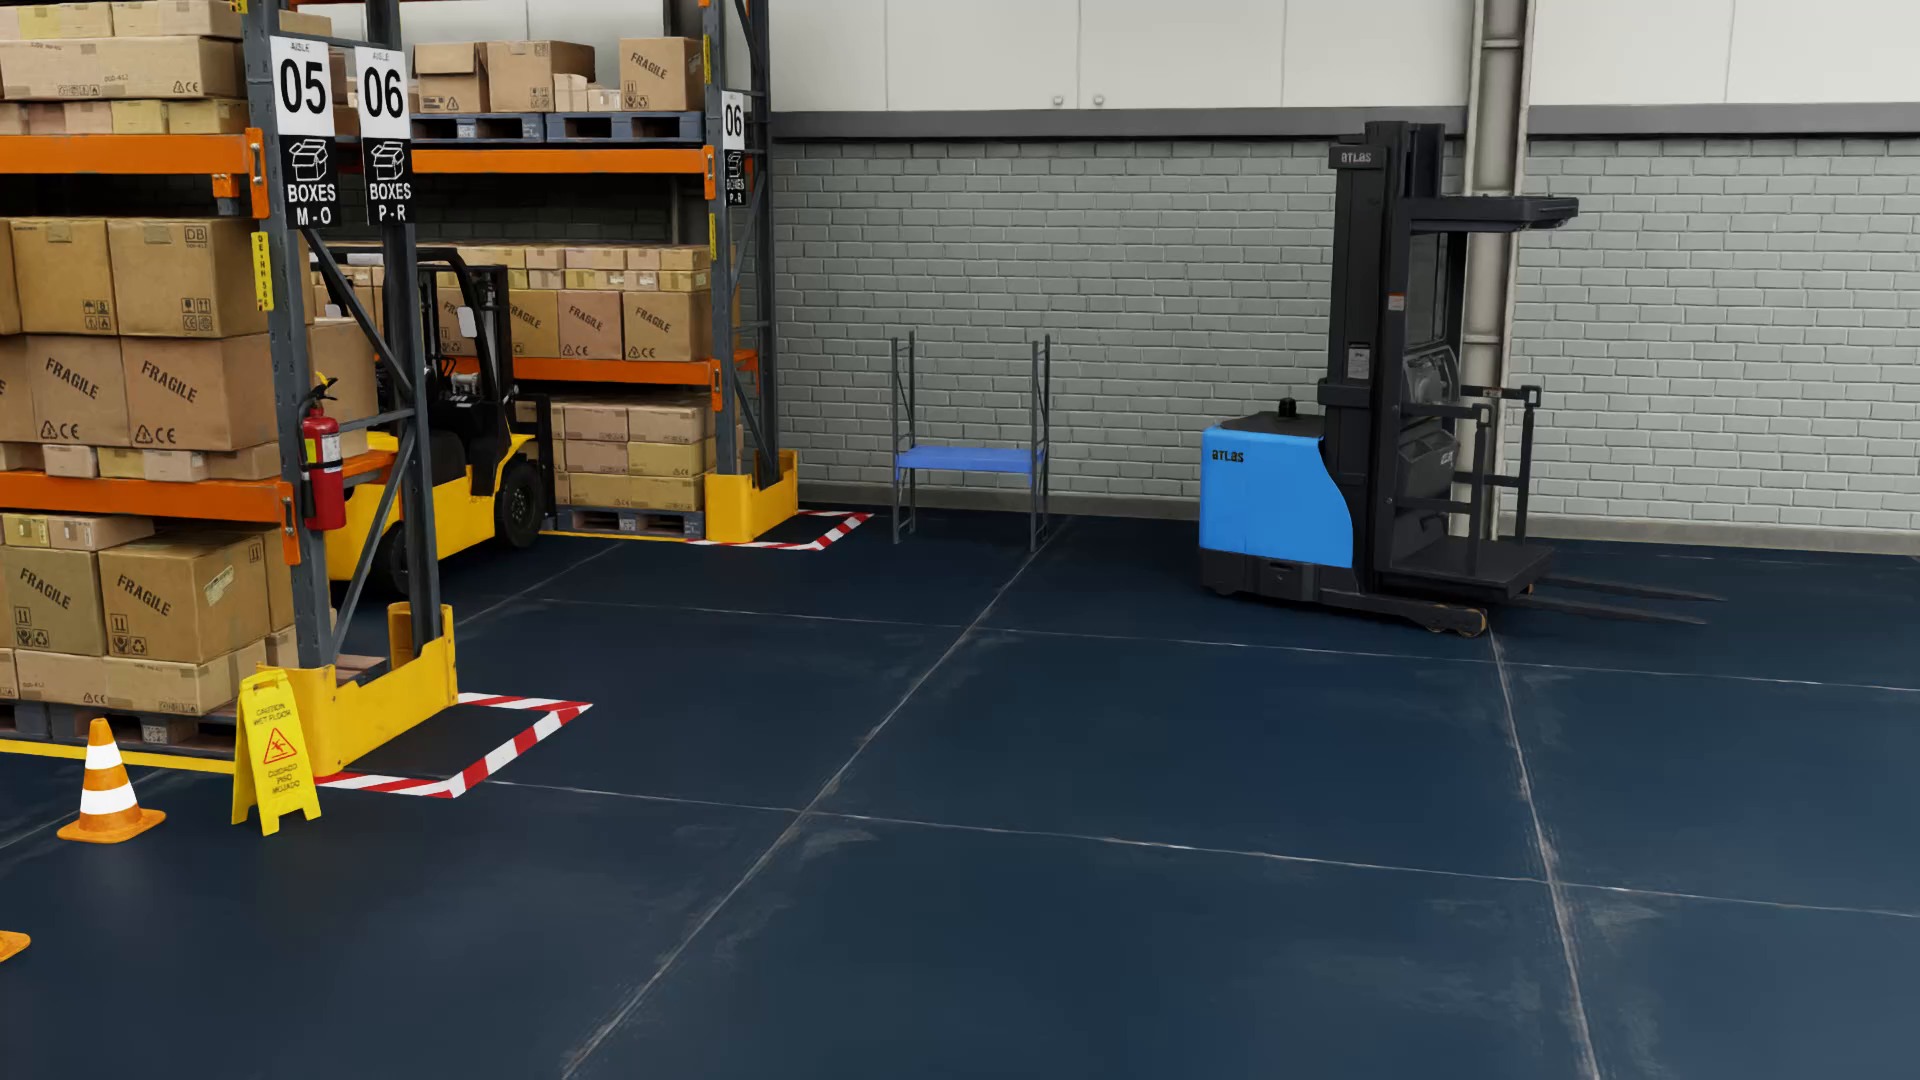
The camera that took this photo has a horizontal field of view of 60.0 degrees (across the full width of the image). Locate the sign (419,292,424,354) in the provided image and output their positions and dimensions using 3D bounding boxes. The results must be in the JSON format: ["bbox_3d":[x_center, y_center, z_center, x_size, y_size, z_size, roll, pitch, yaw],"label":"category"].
[{"bbox_3d":[-2.654,-1.064,8.105,0.005,0.325,0.100,3,13,14],"label":"sign"}]

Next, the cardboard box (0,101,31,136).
[{"bbox_3d":[-4.180,-1.886,7.463,0.250,0.149,0.380,3,13,13],"label":"cardboard box"}]

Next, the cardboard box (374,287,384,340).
[{"bbox_3d":[-4.112,-1.700,12.740,0.500,0.500,0.500,3,13,13],"label":"cardboard box"}]

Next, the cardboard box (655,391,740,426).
[{"bbox_3d":[-2.020,-0.987,12.826,0.500,0.250,0.500,3,13,13],"label":"cardboard box"}]

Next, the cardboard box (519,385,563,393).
[{"bbox_3d":[-3.485,-1.068,13.193,0.500,0.250,0.500,3,13,12],"label":"cardboard box"}]

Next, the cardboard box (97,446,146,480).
[{"bbox_3d":[-3.715,-0.387,7.631,0.250,0.149,0.380,3,13,13],"label":"cardboard box"}]

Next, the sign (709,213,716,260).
[{"bbox_3d":[-1.742,-2.139,11.728,0.005,0.325,0.100,3,13,14],"label":"sign"}]

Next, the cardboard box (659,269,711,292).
[{"bbox_3d":[-2.002,-1.896,12.125,0.250,0.149,0.380,3,13,14],"label":"cardboard box"}]

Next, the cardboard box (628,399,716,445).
[{"bbox_3d":[-2.120,-0.880,12.346,0.500,0.250,0.500,4,13,15],"label":"cardboard box"}]

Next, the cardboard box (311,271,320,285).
[{"bbox_3d":[-4.984,-2.059,12.862,0.250,0.149,0.380,3,13,15],"label":"cardboard box"}]

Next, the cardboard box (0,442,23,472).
[{"bbox_3d":[-4.457,-0.431,7.829,0.250,0.149,0.380,3,13,13],"label":"cardboard box"}]

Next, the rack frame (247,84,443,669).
[{"bbox_3d":[-2.784,-0.527,7.685,0.127,3.000,1.000,3,13,14],"label":"rack frame"}]

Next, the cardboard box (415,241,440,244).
[{"bbox_3d":[-4.348,-2.304,13.278,0.250,0.149,0.380,3,13,12],"label":"cardboard box"}]

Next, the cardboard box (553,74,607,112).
[{"bbox_3d":[-2.722,-3.216,11.989,0.258,0.266,0.396,3,13,14],"label":"cardboard box"}]

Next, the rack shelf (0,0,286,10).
[{"bbox_3d":[-7.424,-4.265,13.265,4.000,0.370,1.077,3,13,14],"label":"rack shelf"}]

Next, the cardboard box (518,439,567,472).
[{"bbox_3d":[-3.137,-0.688,12.634,0.500,0.250,0.500,3,13,12],"label":"cardboard box"}]

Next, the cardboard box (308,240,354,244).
[{"bbox_3d":[-5.100,-2.336,13.424,0.250,0.149,0.380,3,13,14],"label":"cardboard box"}]

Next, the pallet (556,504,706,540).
[{"bbox_3d":[-2.351,-0.241,12.832,1.213,0.211,1.003,3,13,14],"label":"pallet"}]

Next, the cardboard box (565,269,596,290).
[{"bbox_3d":[-2.733,-1.944,12.344,0.250,0.149,0.380,3,13,13],"label":"cardboard box"}]

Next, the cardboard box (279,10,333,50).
[{"bbox_3d":[-3.080,-2.320,7.577,0.250,0.149,0.380,3,13,13],"label":"cardboard box"}]

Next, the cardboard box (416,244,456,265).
[{"bbox_3d":[-3.974,-2.160,12.631,0.250,0.149,0.380,3,13,13],"label":"cardboard box"}]

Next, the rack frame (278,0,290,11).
[{"bbox_3d":[-5.482,-4.708,12.676,0.127,3.000,1.000,3,13,14],"label":"rack frame"}]

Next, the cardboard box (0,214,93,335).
[{"bbox_3d":[-4.342,-1.223,7.593,0.500,0.500,0.700,3,13,13],"label":"cardboard box"}]

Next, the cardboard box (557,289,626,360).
[{"bbox_3d":[-2.641,-1.619,12.376,0.500,0.500,0.500,3,13,15],"label":"cardboard box"}]

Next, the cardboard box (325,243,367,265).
[{"bbox_3d":[-4.719,-2.205,12.830,0.250,0.149,0.380,3,13,12],"label":"cardboard box"}]

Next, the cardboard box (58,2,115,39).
[{"bbox_3d":[-3.677,-2.245,7.239,0.250,0.149,0.380,3,13,13],"label":"cardboard box"}]

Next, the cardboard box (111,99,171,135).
[{"bbox_3d":[-3.447,-1.835,7.233,0.250,0.149,0.380,3,13,14],"label":"cardboard box"}]

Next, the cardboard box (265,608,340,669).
[{"bbox_3d":[-3.501,0.510,8.388,0.500,0.250,0.500,3,13,13],"label":"cardboard box"}]

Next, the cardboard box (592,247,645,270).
[{"bbox_3d":[-2.504,-2.070,12.225,0.250,0.149,0.380,3,13,15],"label":"cardboard box"}]

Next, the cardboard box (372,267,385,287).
[{"bbox_3d":[-4.248,-2.009,12.637,0.250,0.149,0.380,3,13,13],"label":"cardboard box"}]

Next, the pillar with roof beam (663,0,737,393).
[{"bbox_3d":[-3.090,-3.820,8.677,0.400,9.000,9.100,3,13,14],"label":"pillar with roof beam"}]

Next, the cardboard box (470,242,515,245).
[{"bbox_3d":[-3.626,-2.244,13.005,0.250,0.149,0.380,3,13,15],"label":"cardboard box"}]

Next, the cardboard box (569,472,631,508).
[{"bbox_3d":[-2.611,-0.420,12.578,0.500,0.250,0.500,3,13,14],"label":"cardboard box"}]

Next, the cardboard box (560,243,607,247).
[{"bbox_3d":[-2.878,-2.200,12.810,0.250,0.149,0.380,3,13,15],"label":"cardboard box"}]

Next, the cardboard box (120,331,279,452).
[{"bbox_3d":[-3.377,-0.691,7.507,0.500,0.500,0.500,3,13,13],"label":"cardboard box"}]

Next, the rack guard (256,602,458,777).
[{"bbox_3d":[-2.858,0.689,7.973,0.348,0.500,1.175,3,13,14],"label":"rack guard"}]

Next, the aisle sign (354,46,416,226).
[{"bbox_3d":[-2.650,-1.858,7.682,0.004,0.787,0.394,3,13,14],"label":"aisle sign"}]

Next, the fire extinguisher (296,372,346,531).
[{"bbox_3d":[-2.784,-0.387,7.230,0.183,0.674,0.296,3,13,14],"label":"fire extinguisher"}]

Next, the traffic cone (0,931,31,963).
[{"bbox_3d":[-3.447,1.211,5.706,0.334,0.463,0.336,3,13,14],"label":"traffic cone"}]

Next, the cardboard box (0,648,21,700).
[{"bbox_3d":[-4.644,0.570,8.117,0.500,0.250,0.500,3,13,12],"label":"cardboard box"}]

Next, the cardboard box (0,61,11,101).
[{"bbox_3d":[-4.339,-2.086,7.444,0.500,0.250,0.500,3,13,15],"label":"cardboard box"}]

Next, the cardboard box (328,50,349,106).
[{"bbox_3d":[-3.209,-2.146,7.714,0.500,0.250,0.500,3,13,13],"label":"cardboard box"}]

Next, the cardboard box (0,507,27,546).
[{"bbox_3d":[-4.496,-0.092,7.873,0.250,0.149,0.380,4,13,16],"label":"cardboard box"}]

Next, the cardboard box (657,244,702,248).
[{"bbox_3d":[-2.117,-2.171,12.680,0.250,0.149,0.380,4,13,15],"label":"cardboard box"}]

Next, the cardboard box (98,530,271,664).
[{"bbox_3d":[-3.625,0.257,7.796,0.500,0.500,0.500,3,13,14],"label":"cardboard box"}]

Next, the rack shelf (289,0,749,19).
[{"bbox_3d":[-3.540,-4.057,12.330,4.000,0.370,1.077,3,13,14],"label":"rack shelf"}]

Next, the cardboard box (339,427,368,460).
[{"bbox_3d":[-3.065,-0.466,7.988,0.250,0.149,0.380,3,13,14],"label":"cardboard box"}]

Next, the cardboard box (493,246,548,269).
[{"bbox_3d":[-3.260,-2.101,12.365,0.250,0.149,0.380,3,13,15],"label":"cardboard box"}]

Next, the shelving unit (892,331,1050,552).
[{"bbox_3d":[0.083,-0.728,12.051,1.048,1.500,0.538,3,13,14],"label":"shelving unit"}]

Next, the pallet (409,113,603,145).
[{"bbox_3d":[-3.467,-3.097,12.548,1.213,0.211,1.003,3,13,14],"label":"pallet"}]

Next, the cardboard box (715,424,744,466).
[{"bbox_3d":[-2.005,-0.746,12.895,0.500,0.250,0.500,3,13,15],"label":"cardboard box"}]

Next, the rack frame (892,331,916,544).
[{"bbox_3d":[-0.411,-0.754,12.170,0.032,1.500,0.500,3,13,14],"label":"rack frame"}]

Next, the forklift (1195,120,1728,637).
[{"bbox_3d":[3.020,-0.994,9.948,3.031,2.935,1.130,8,15,33],"label":"forklift"}]

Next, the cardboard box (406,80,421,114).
[{"bbox_3d":[-4.114,-3.291,12.324,0.258,0.266,0.396,3,13,12],"label":"cardboard box"}]
